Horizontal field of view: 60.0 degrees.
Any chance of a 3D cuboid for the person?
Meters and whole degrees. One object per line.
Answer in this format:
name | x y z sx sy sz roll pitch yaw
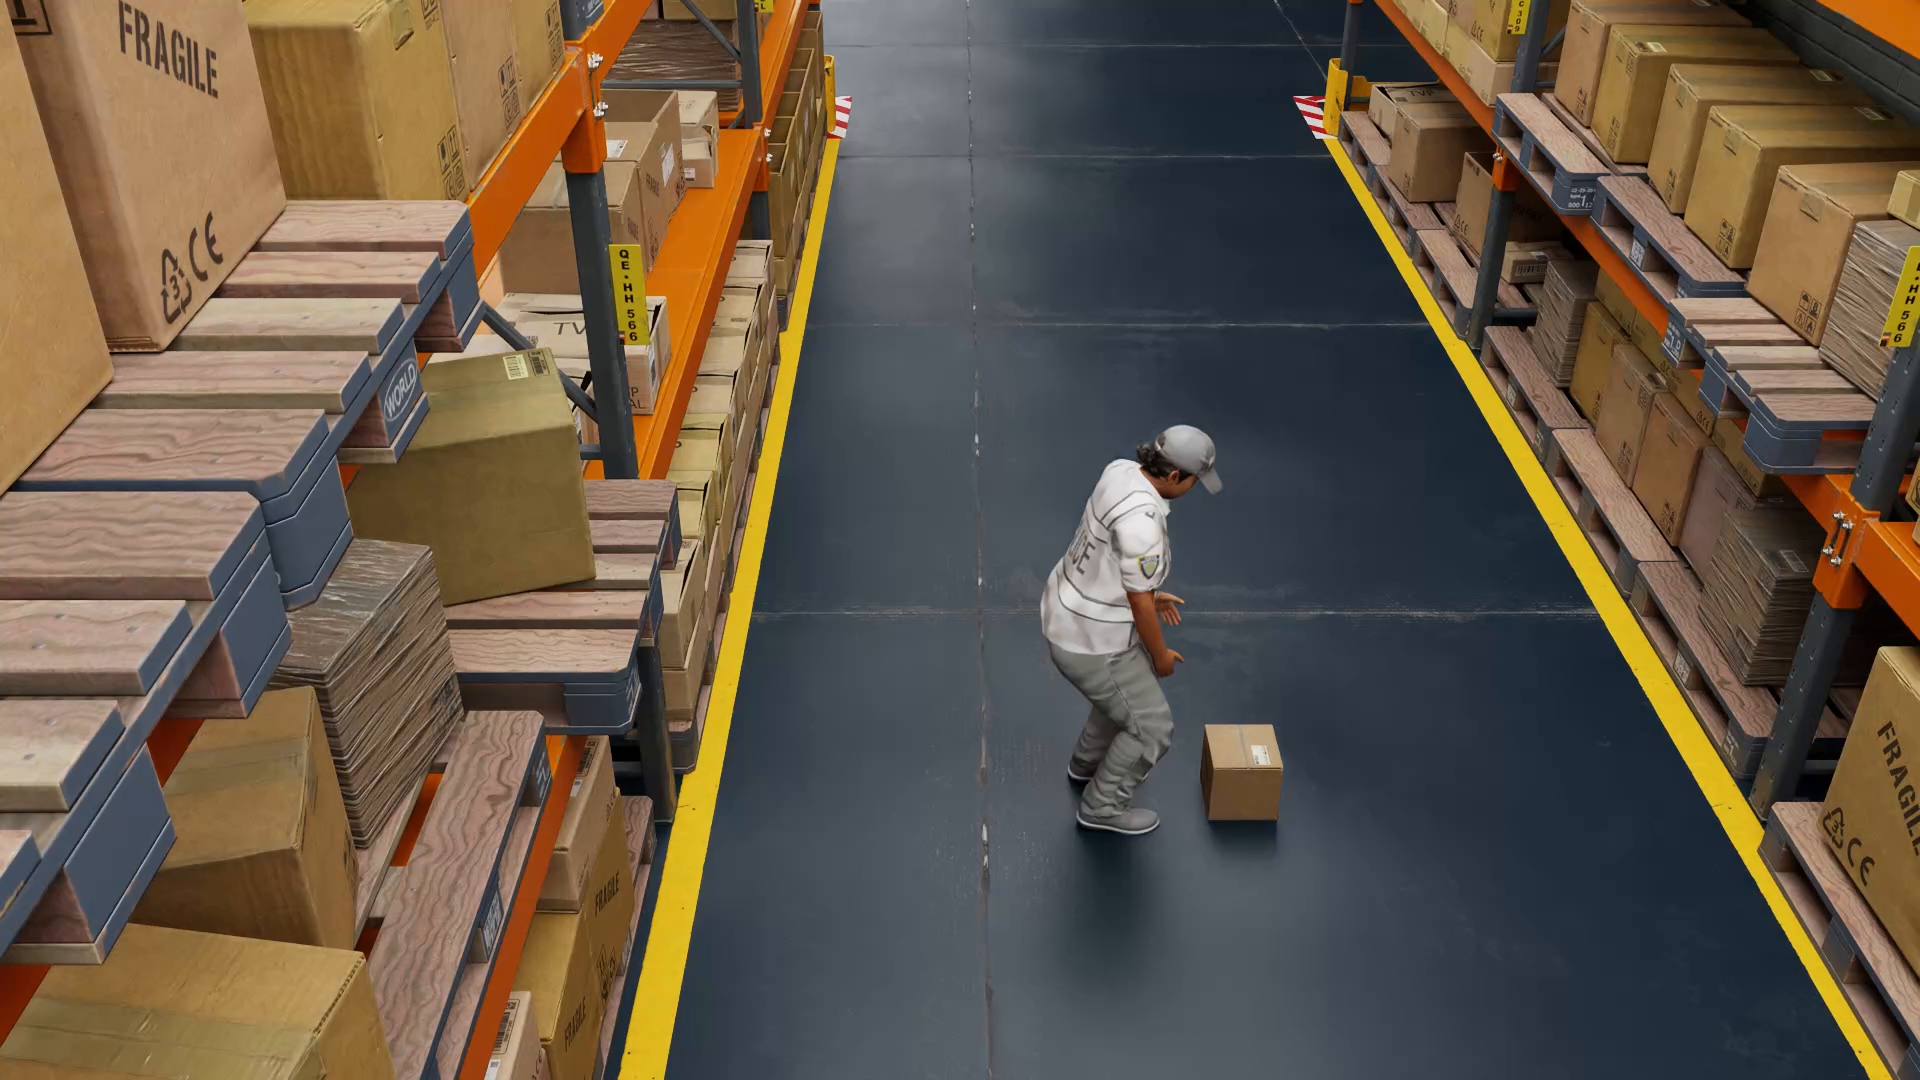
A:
person | 0.573 0.294 5.789 0.591 1.542 0.519 0 32 1
